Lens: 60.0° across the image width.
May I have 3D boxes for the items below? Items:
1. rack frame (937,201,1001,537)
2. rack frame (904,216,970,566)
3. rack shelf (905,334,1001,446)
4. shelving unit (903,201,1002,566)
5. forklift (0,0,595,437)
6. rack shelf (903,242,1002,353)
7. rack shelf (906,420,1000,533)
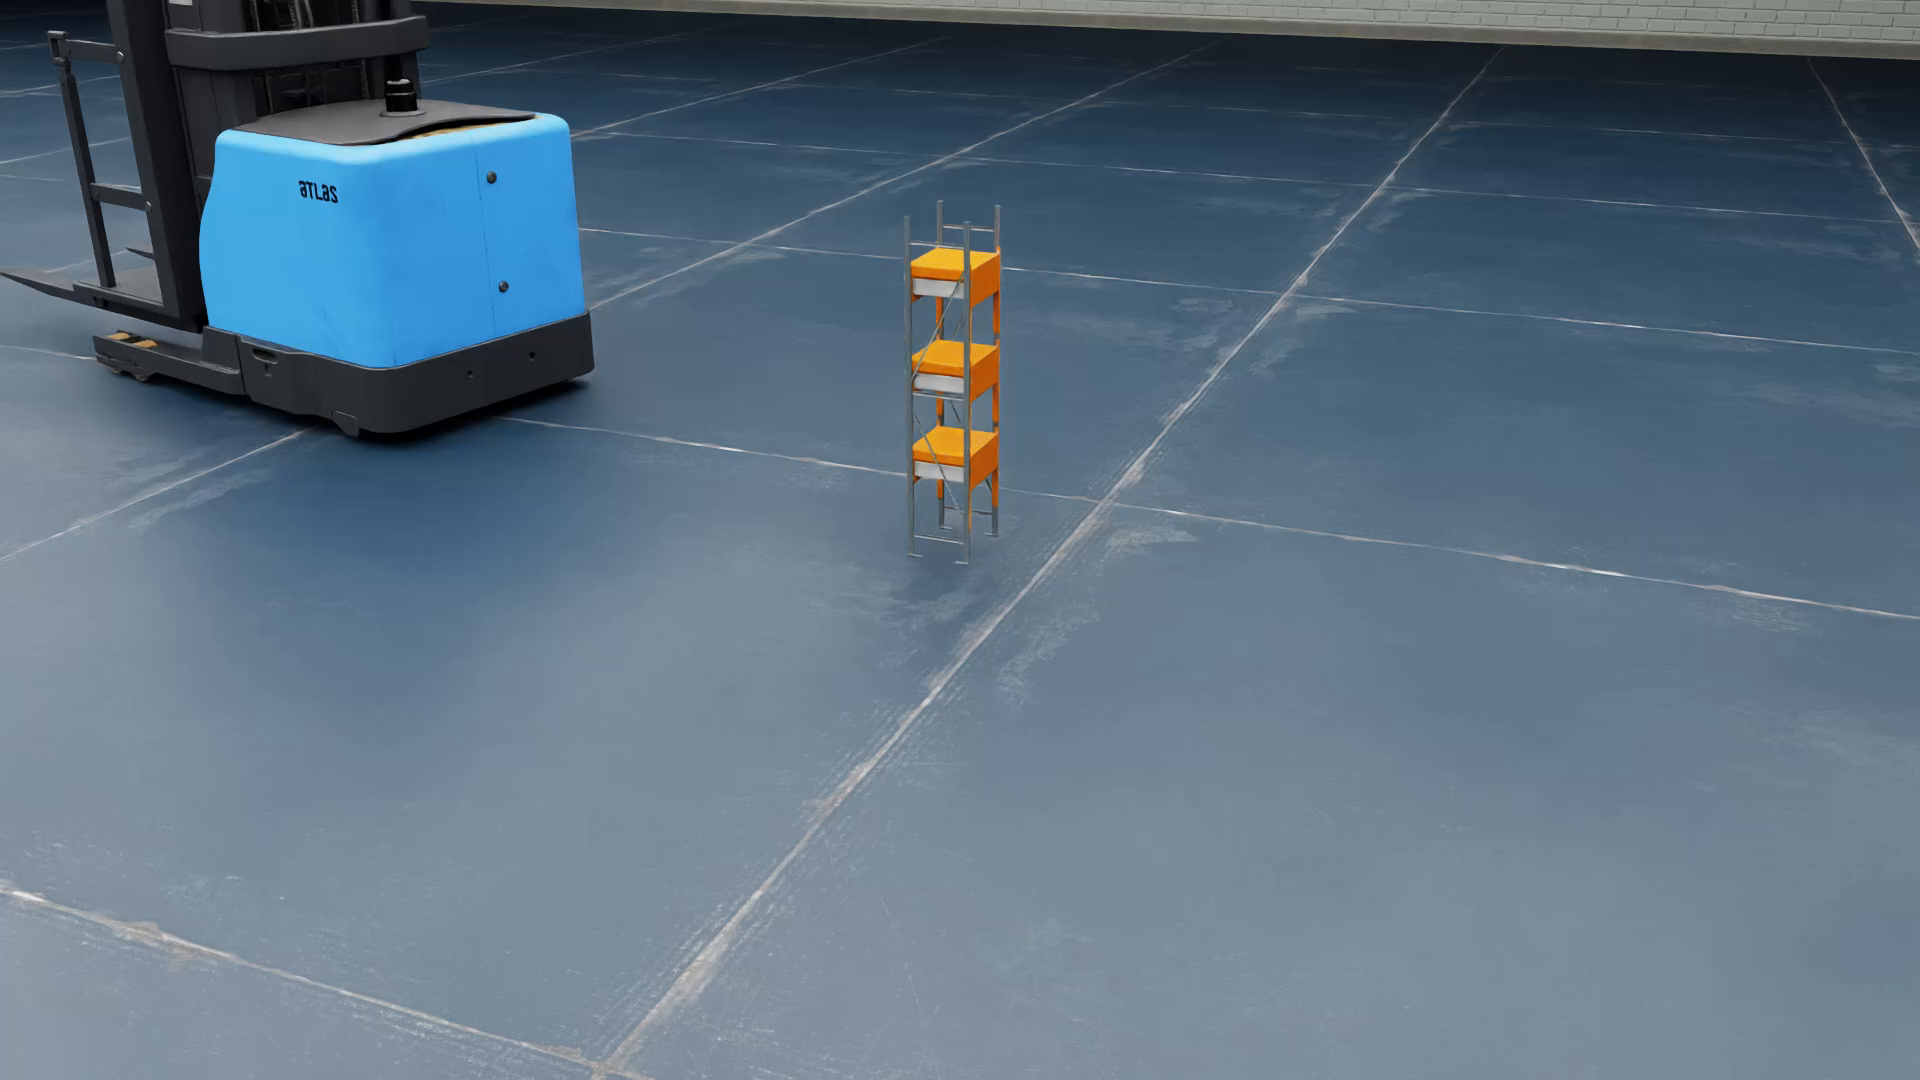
[{"bbox_3d":[0.025,-0.509,5.106,0.200,1.050,0.008,9,24,20],"label":"rack frame"},{"bbox_3d":[-0.065,-0.422,4.897,0.200,1.050,0.008,9,24,20],"label":"rack frame"},{"bbox_3d":[-0.020,-0.456,5.006,0.215,0.259,0.240,9,24,20],"label":"rack shelf"},{"bbox_3d":[-0.020,-0.465,5.002,0.215,1.050,0.252,9,24,20],"label":"shelving unit"},{"bbox_3d":[-2.977,-2.153,6.602,3.031,2.935,1.130,15,27,32],"label":"forklift"},{"bbox_3d":[-0.020,-0.717,4.897,0.215,0.259,0.240,9,24,20],"label":"rack shelf"},{"bbox_3d":[-0.020,-0.199,5.113,0.215,0.259,0.240,9,24,20],"label":"rack shelf"}]
